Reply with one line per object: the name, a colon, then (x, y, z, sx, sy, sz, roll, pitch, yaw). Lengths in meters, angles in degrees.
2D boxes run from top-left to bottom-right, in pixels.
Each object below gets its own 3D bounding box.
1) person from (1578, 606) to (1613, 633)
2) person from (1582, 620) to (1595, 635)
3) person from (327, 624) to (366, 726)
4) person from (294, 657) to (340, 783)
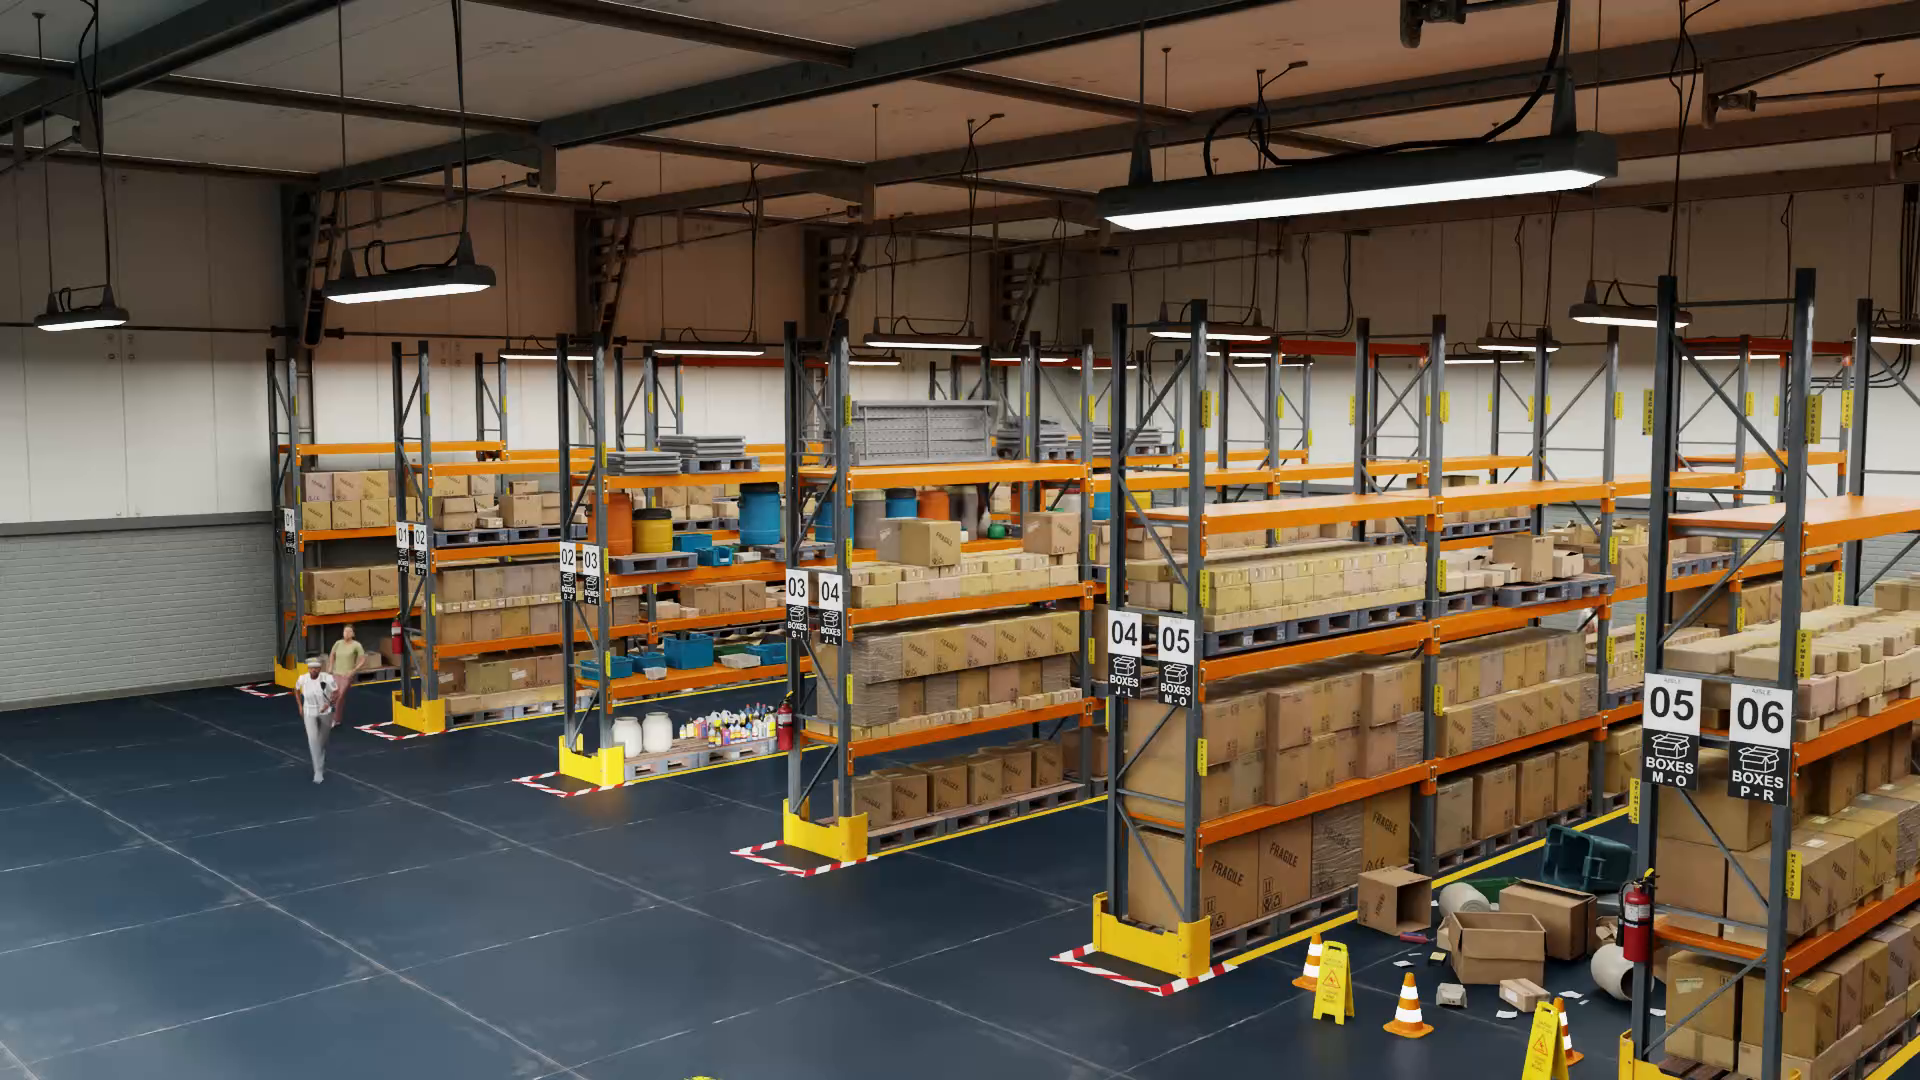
person: (11.066, 1.779, 28.880, 0.654, 1.764, 0.862, 1, 5, 8)
person: (9.438, 2.087, 25.051, 0.710, 1.792, 1.054, 5, 7, 44)
person: (-9.626, 2.114, 26.023, 0.614, 1.595, 0.525, 0, 5, 2)
person: (-8.741, 2.391, 22.642, 0.580, 1.684, 1.024, -2, 5, -21)
